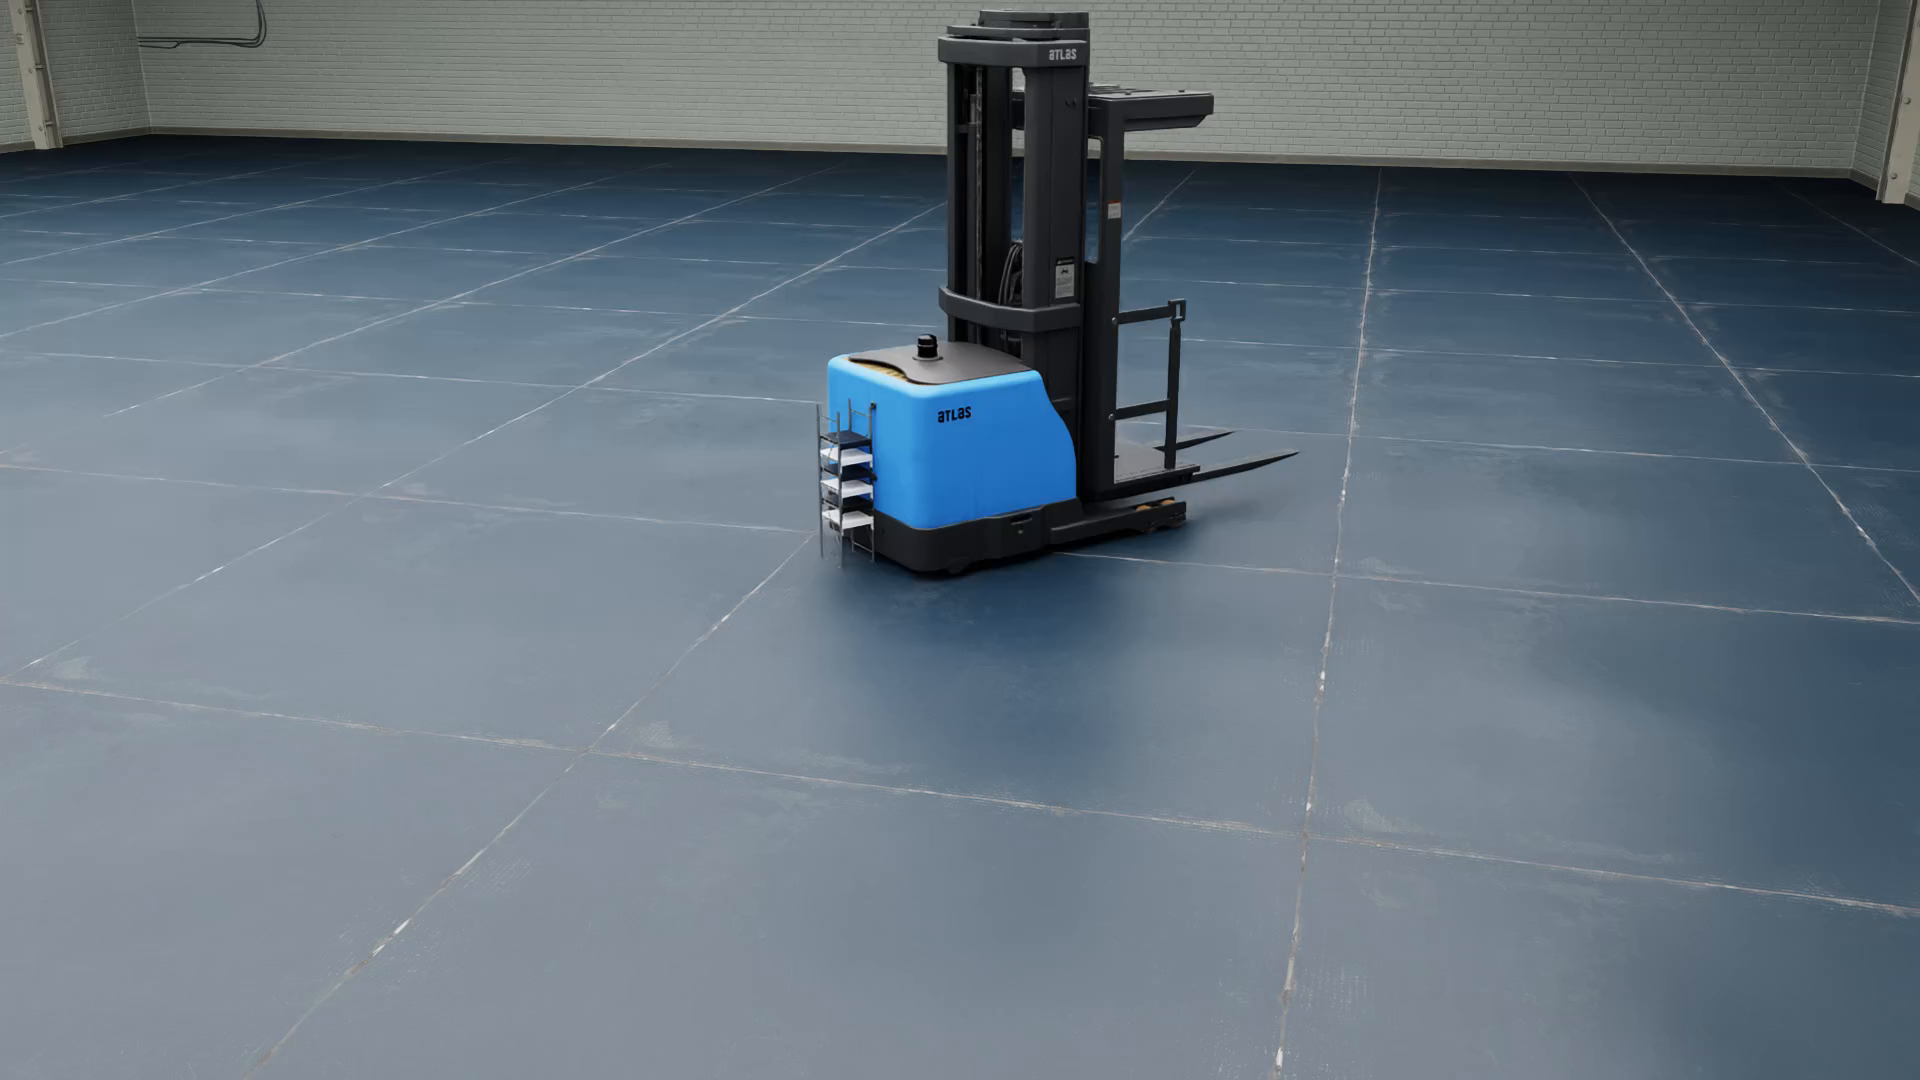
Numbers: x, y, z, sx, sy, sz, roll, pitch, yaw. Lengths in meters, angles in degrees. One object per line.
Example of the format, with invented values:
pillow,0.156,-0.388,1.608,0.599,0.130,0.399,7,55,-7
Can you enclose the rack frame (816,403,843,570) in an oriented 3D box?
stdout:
rack frame,-0.716,-0.290,9.145,0.006,0.900,0.240,-13,23,-33

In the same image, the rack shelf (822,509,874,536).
rack shelf,-0.633,-0.107,9.269,0.200,0.077,0.258,-13,23,-33

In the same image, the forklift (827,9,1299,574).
forklift,0.739,-1.552,9.696,3.031,2.935,1.130,-13,23,-33

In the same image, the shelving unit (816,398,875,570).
shelving unit,-0.633,-0.309,9.200,0.210,0.900,0.258,-13,23,-33

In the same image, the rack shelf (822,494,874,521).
rack shelf,-0.633,-0.192,9.240,0.200,0.077,0.258,-13,23,-33

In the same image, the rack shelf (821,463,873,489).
rack shelf,-0.633,-0.363,9.182,0.200,0.077,0.258,-13,23,-33

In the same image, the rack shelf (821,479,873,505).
rack shelf,-0.633,-0.277,9.211,0.200,0.077,0.258,-13,23,-33

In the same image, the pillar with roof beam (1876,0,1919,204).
pillar with roof beam,9.244,-9.477,23.513,9.100,9.000,0.400,5,19,13

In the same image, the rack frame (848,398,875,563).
rack frame,-0.549,-0.328,9.255,0.006,0.900,0.240,-13,23,-33

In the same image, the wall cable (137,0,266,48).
wall cable,-15.124,-10.975,32.700,3.097,2.526,0.112,5,19,13

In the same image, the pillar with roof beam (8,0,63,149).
pillar with roof beam,-12.952,-11.285,28.805,9.100,9.000,0.400,5,19,13

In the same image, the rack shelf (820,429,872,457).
rack shelf,-0.633,-0.533,9.124,0.200,0.077,0.258,-13,23,-33

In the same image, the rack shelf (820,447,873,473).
rack shelf,-0.633,-0.448,9.153,0.200,0.077,0.258,-13,23,-33
